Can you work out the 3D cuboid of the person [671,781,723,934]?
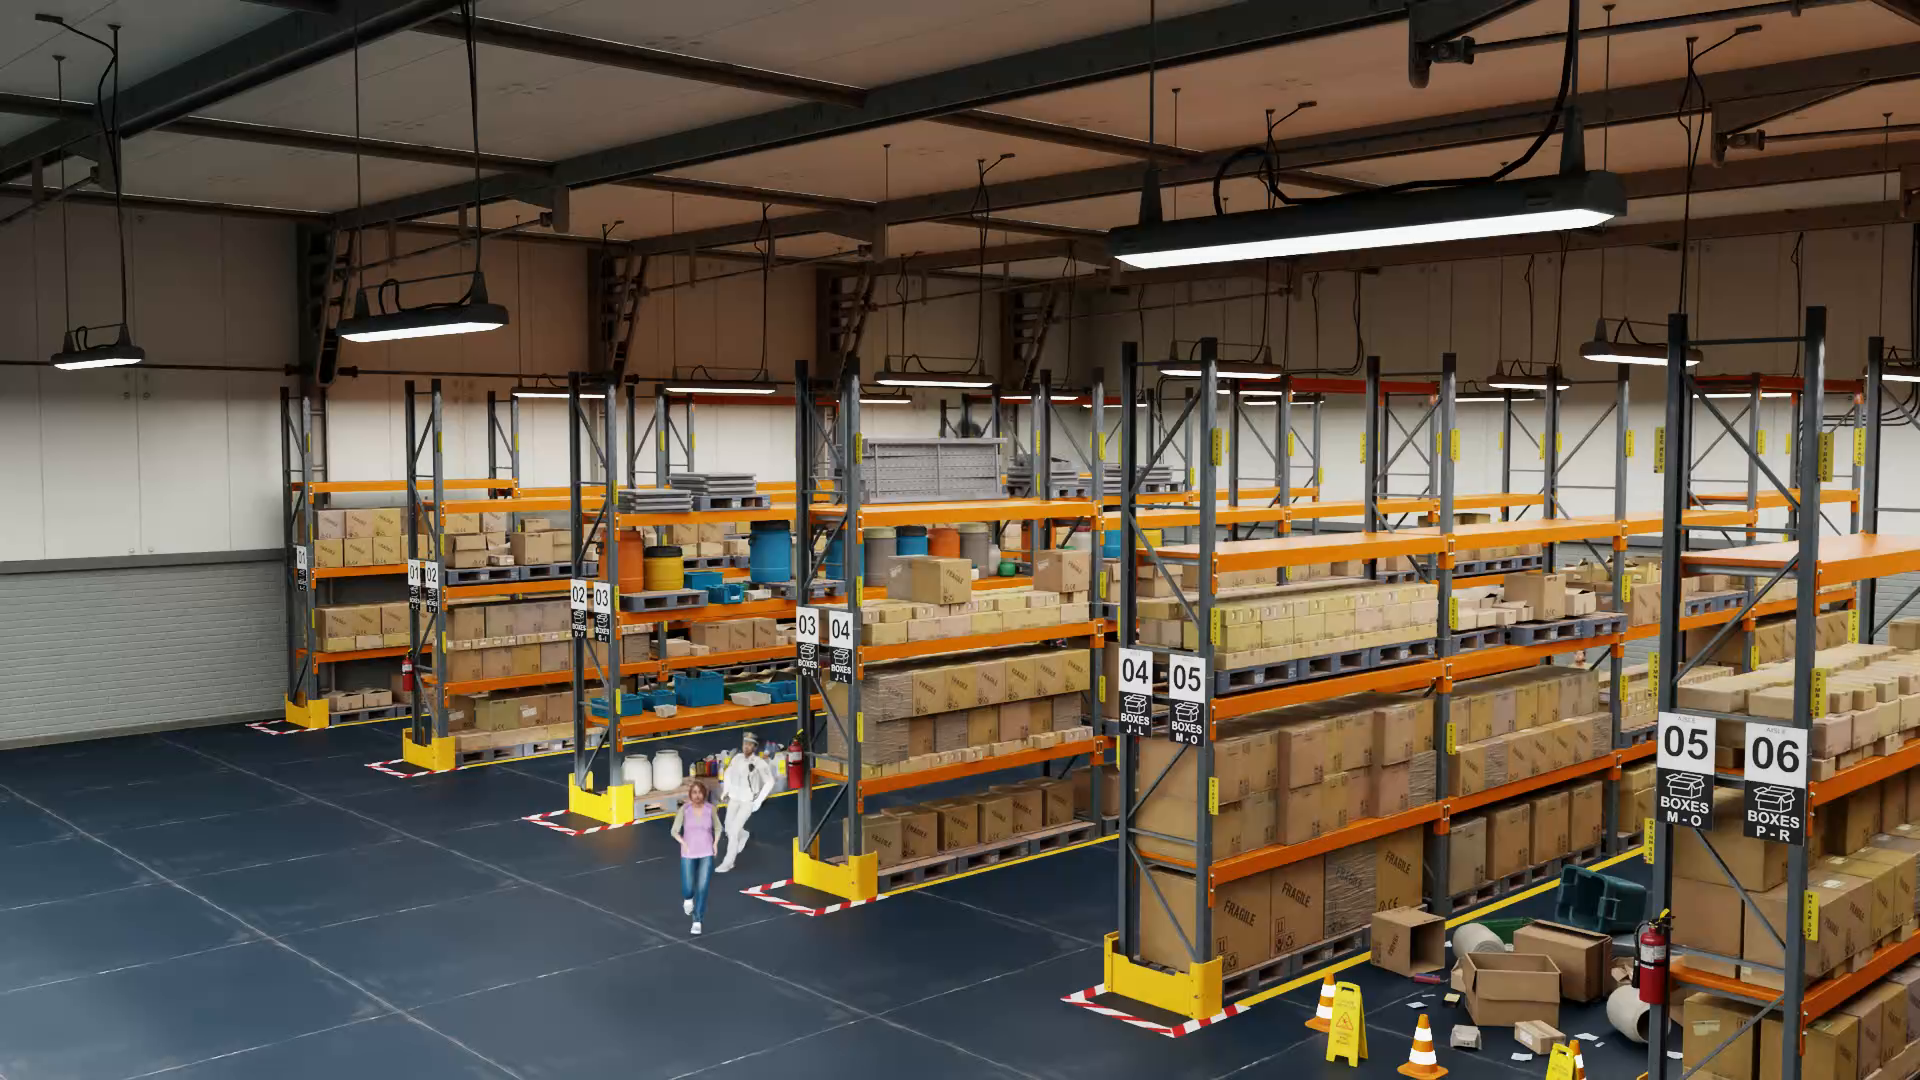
[{"bbox_3d":[-2.735,3.276,17.316,0.537,1.550,0.616,-1,4,-12],"label":"person"}]

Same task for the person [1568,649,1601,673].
[{"bbox_3d":[10.237,2.599,27.436,0.611,1.606,0.532,3,5,39],"label":"person"}]

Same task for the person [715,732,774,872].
[{"bbox_3d":[-2.550,3.094,19.735,0.668,1.628,0.621,2,4,23],"label":"person"}]
